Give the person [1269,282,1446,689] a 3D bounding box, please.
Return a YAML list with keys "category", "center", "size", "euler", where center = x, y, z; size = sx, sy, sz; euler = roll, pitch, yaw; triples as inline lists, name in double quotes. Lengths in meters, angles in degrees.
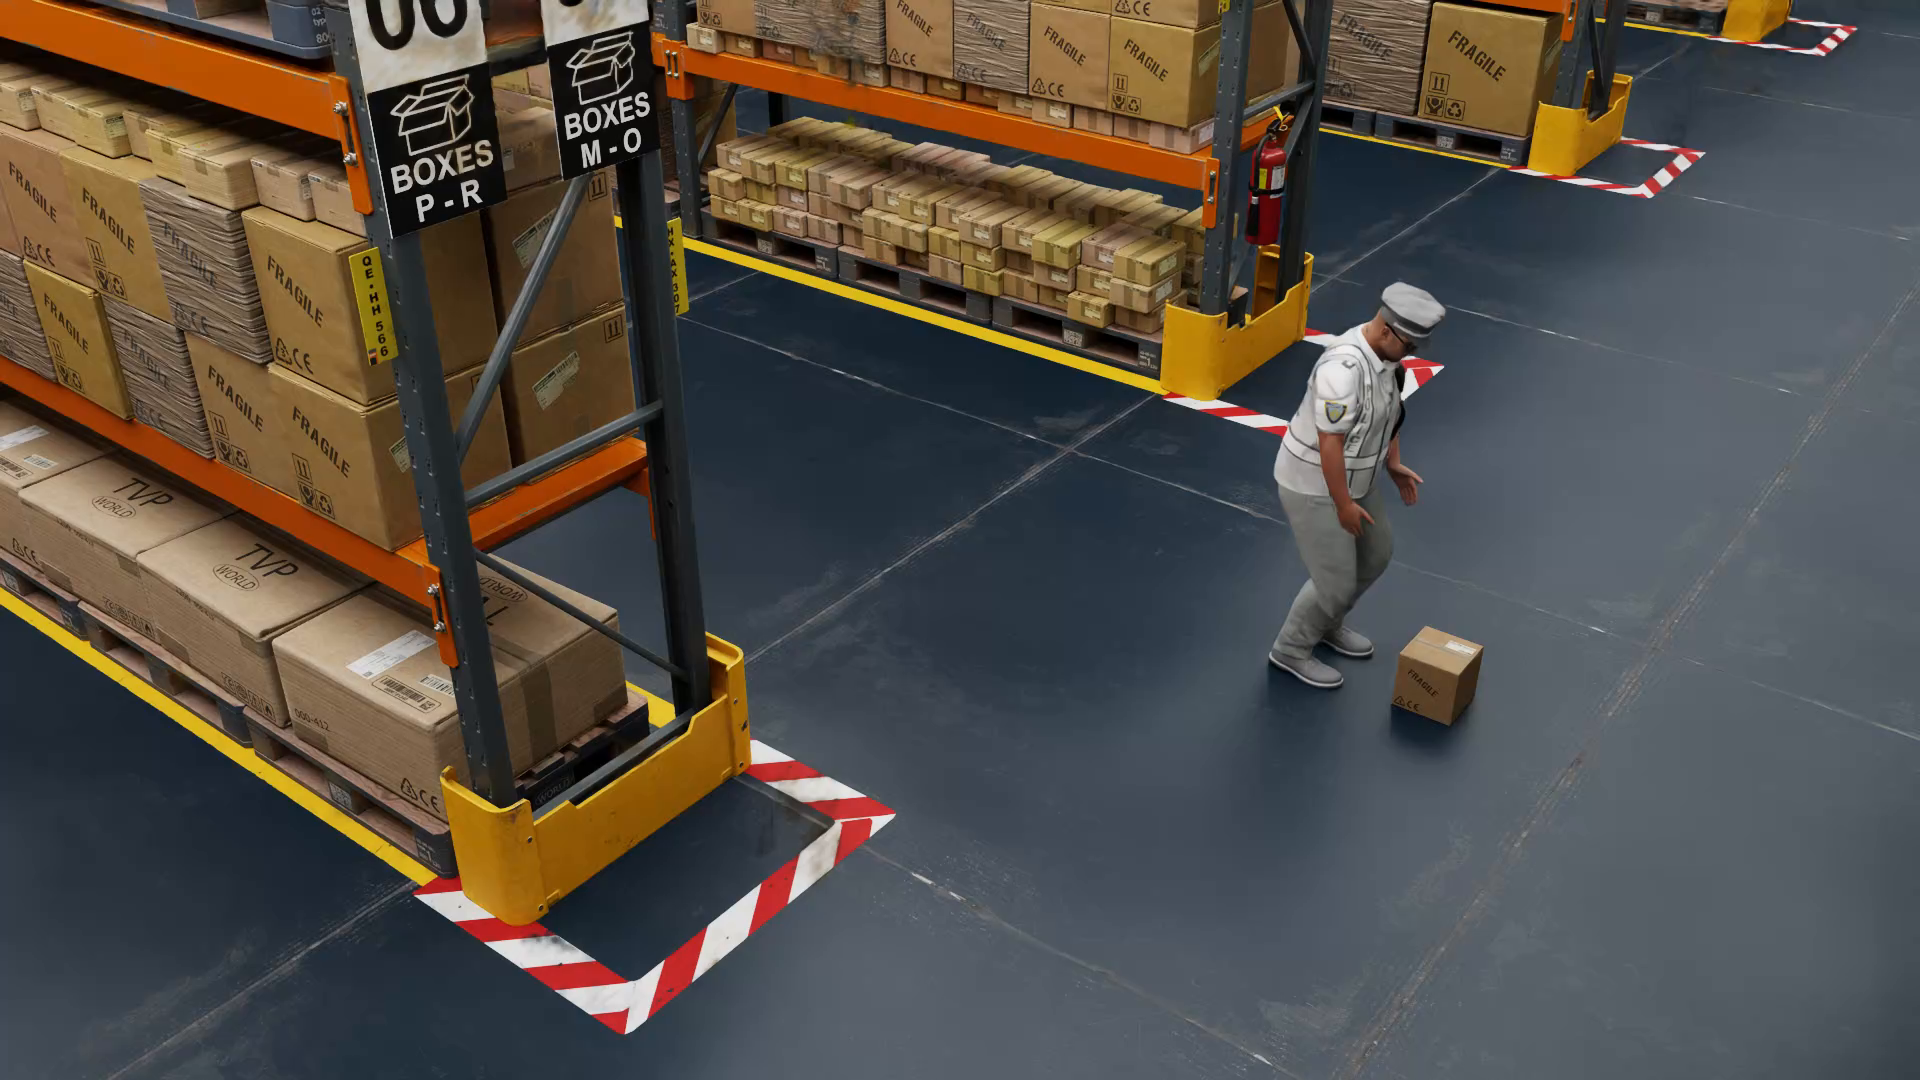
- category: "person"
  center: [1.546, -0.231, 6.600]
  size: [0.539, 1.678, 0.564]
  euler: [22, 37, 32]
